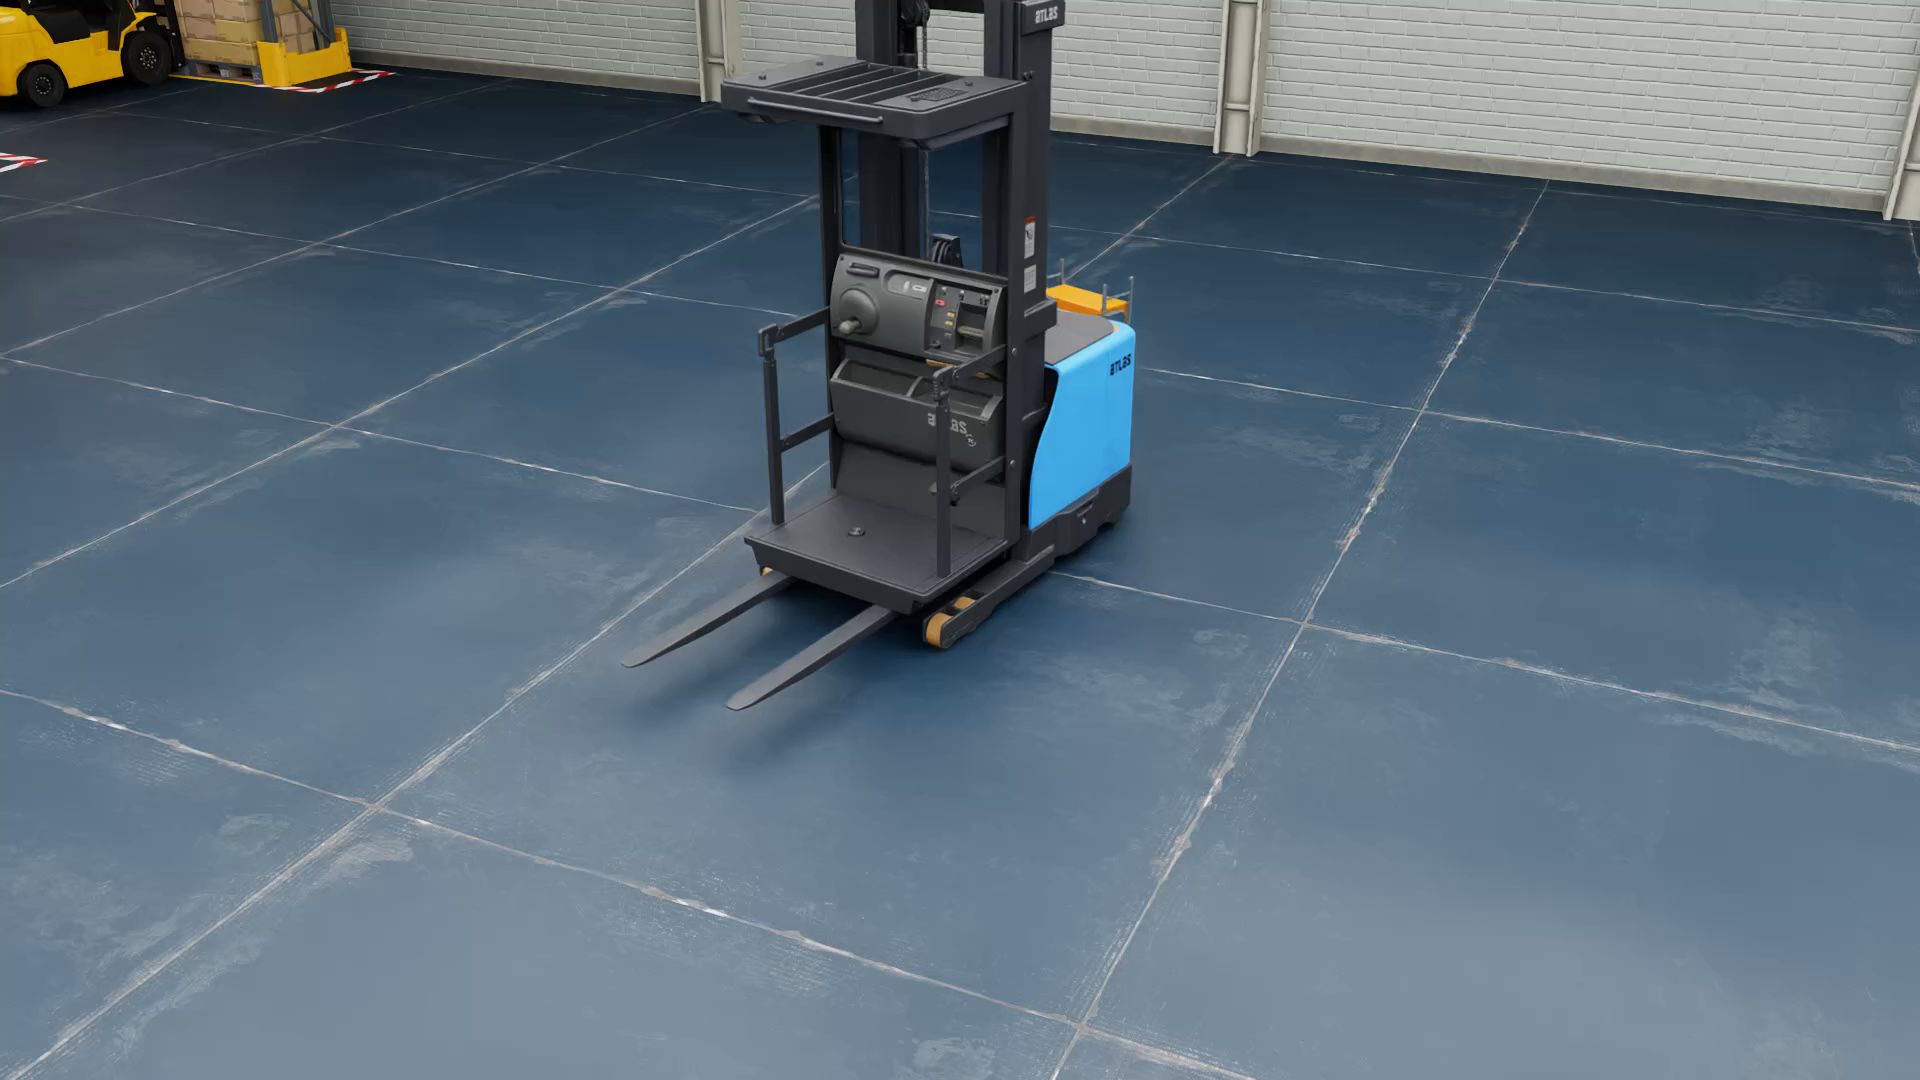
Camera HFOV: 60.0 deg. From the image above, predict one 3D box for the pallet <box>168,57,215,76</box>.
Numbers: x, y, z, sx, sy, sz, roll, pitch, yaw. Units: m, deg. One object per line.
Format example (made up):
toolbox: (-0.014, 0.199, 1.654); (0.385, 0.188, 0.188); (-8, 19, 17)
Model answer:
pallet: (-9.715, -6.040, 20.778); (1.213, 0.211, 1.003); (11, 28, 22)

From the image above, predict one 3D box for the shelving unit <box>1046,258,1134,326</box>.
shelving unit: (0.648, -0.903, 9.213); (0.503, 1.200, 0.258); (23, 32, 39)

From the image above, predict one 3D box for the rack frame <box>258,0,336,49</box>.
rack frame: (-7.895, -6.944, 19.458); (0.127, 3.000, 1.000); (11, 28, 22)

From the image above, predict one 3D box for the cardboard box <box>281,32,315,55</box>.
cardboard box: (-8.261, -6.067, 20.315); (0.500, 0.250, 0.500); (11, 28, 22)

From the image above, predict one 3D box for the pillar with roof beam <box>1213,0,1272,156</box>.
pillar with roof beam: (0.986, -6.200, 11.155); (0.400, 9.000, 9.100); (11, 28, 22)

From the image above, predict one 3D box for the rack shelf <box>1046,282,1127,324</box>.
rack shelf: (0.659, -1.260, 9.050); (0.480, 0.148, 0.258); (23, 32, 39)

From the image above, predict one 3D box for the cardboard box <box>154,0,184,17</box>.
cardboard box: (-9.374, -6.485, 20.032); (0.500, 0.250, 0.500); (12, 29, 22)

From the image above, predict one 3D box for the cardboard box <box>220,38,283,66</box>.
cardboard box: (-8.454, -5.858, 19.889); (0.500, 0.250, 0.500); (12, 28, 22)

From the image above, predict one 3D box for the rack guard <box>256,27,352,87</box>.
rack guard: (-7.873, -5.818, 20.001); (0.348, 0.500, 1.175); (11, 28, 22)

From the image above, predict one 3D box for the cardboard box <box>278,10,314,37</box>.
cardboard box: (-8.237, -6.293, 20.206); (0.500, 0.250, 0.500); (12, 29, 23)

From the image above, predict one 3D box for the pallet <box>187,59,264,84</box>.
pallet: (-8.609, -5.816, 20.324); (1.213, 0.211, 1.003); (11, 28, 22)

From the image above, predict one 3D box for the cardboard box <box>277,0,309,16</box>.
cardboard box: (-8.254, -6.511, 20.085); (0.500, 0.250, 0.500); (11, 28, 21)

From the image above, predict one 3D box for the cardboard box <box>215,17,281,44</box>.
cardboard box: (-8.468, -6.086, 19.788); (0.500, 0.250, 0.500); (11, 28, 21)

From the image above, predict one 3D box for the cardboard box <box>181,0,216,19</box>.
cardboard box: (-8.911, -6.397, 19.853); (0.500, 0.250, 0.500); (12, 29, 23)

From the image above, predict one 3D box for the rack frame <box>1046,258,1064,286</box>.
rack frame: (0.472, -0.978, 9.365); (0.015, 1.200, 0.240); (23, 32, 39)

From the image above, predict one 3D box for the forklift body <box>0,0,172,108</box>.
forklift body: (-10.377, -6.176, 18.860); (1.214, 2.155, 2.313); (11, 28, 22)

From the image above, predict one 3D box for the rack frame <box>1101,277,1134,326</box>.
rack frame: (0.823, -0.828, 9.061); (0.015, 1.200, 0.240); (23, 32, 39)

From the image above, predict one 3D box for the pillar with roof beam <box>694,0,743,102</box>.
pillar with roof beam: (-4.476, -7.297, 13.384); (0.400, 9.000, 9.100); (11, 28, 22)

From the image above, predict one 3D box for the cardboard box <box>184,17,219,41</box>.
cardboard box: (-8.920, -6.182, 19.983); (0.500, 0.250, 0.500); (11, 28, 21)

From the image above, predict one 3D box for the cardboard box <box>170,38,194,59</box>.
cardboard box: (-9.354, -6.047, 20.275); (0.500, 0.250, 0.500); (12, 29, 22)

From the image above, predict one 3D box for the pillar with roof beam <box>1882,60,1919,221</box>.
pillar with roof beam: (6.448, -5.103, 8.927); (0.400, 9.000, 9.100); (11, 28, 22)

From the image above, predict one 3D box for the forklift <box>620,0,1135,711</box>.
forklift: (-0.331, -1.049, 7.562); (1.130, 2.935, 3.031); (17, 31, 31)

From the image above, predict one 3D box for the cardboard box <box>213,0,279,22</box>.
cardboard box: (-8.443, -6.306, 19.668); (0.500, 0.250, 0.500); (12, 29, 24)

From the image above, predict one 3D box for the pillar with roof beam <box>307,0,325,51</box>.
pillar with roof beam: (-9.938, -8.394, 15.612); (0.400, 9.000, 9.100); (11, 28, 22)

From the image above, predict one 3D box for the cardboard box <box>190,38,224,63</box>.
cardboard box: (-8.902, -5.952, 20.082); (0.500, 0.250, 0.500); (11, 28, 22)

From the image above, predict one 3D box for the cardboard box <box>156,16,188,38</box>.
cardboard box: (-9.398, -6.268, 20.157); (0.500, 0.250, 0.500); (11, 28, 21)
